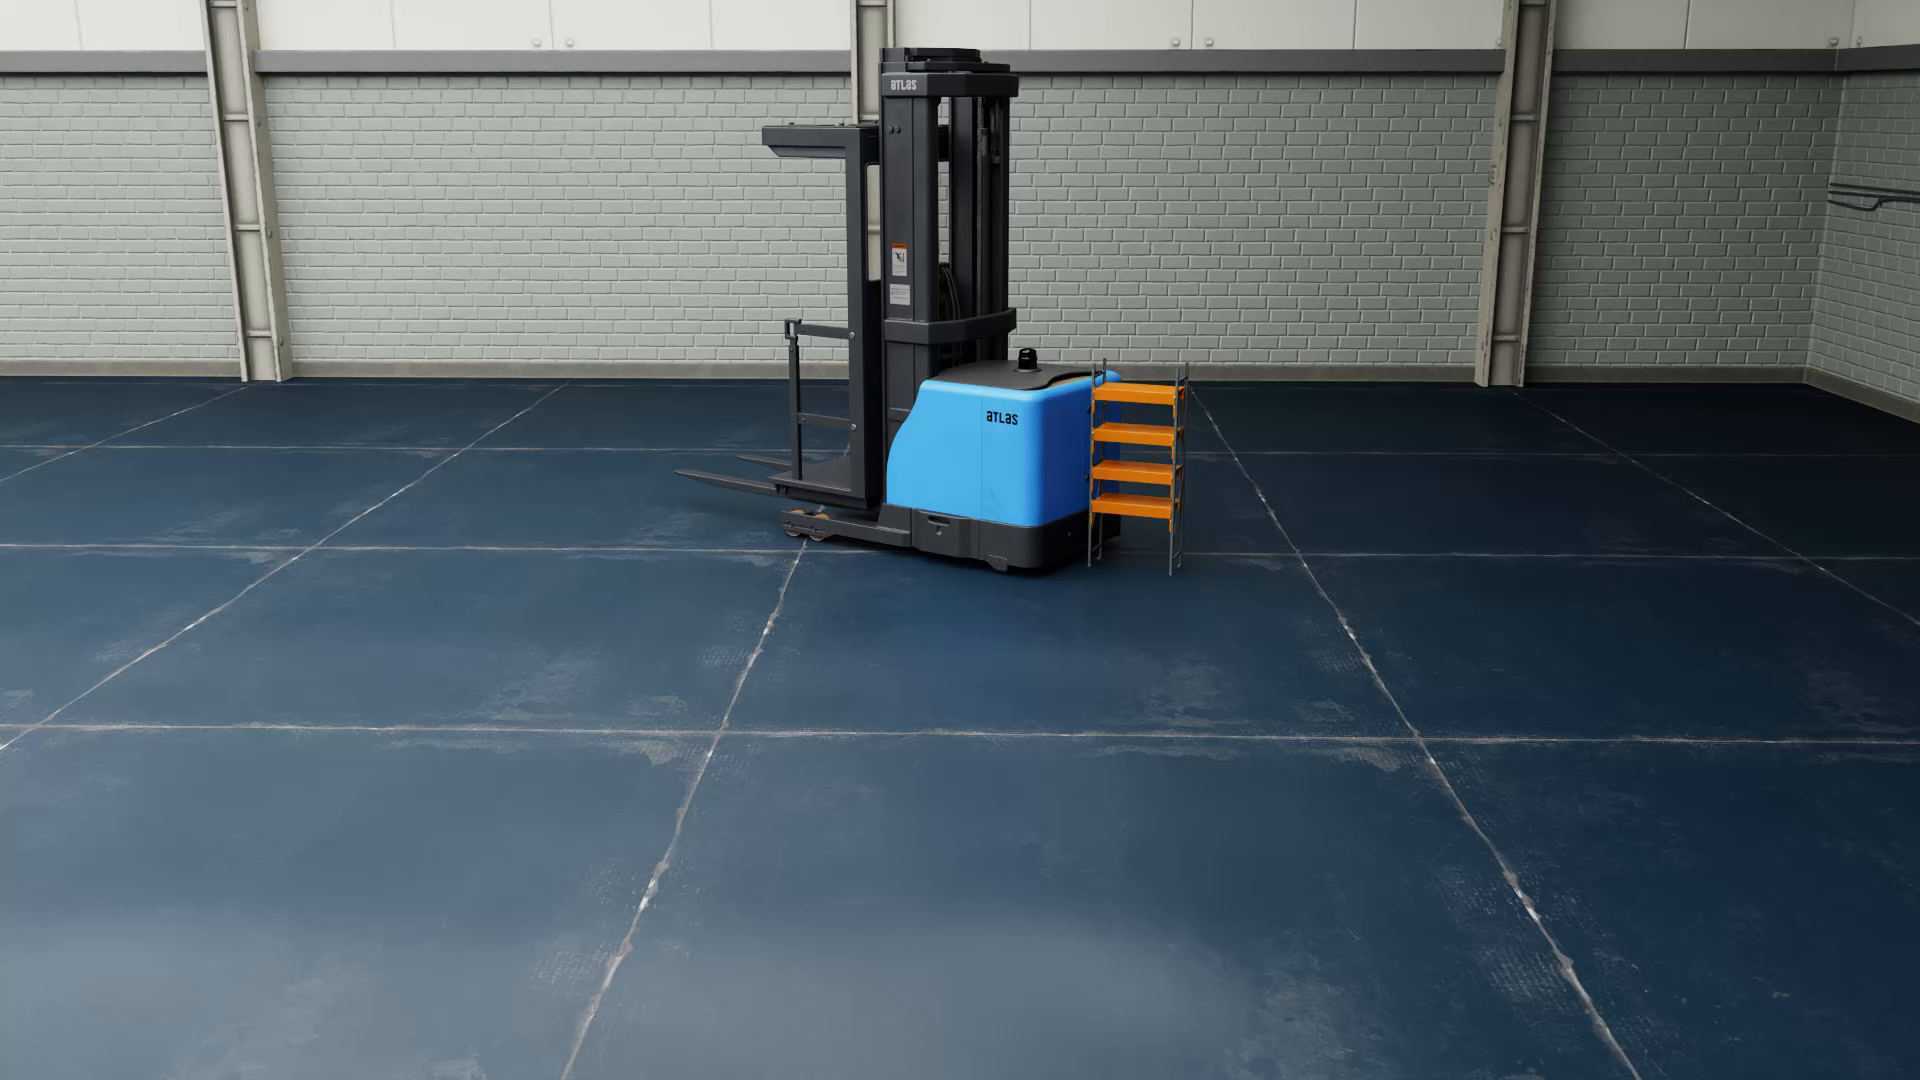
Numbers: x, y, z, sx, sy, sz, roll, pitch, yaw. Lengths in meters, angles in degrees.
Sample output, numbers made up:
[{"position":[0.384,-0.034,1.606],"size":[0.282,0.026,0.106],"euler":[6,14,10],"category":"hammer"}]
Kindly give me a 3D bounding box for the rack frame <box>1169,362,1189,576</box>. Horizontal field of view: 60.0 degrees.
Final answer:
[{"position":[1.254,-0.404,9.521],"size":[0.015,1.200,0.240],"euler":[6,16,21],"category":"rack frame"}]

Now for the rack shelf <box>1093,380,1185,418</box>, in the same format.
[{"position":[1.027,-0.807,9.507],"size":[0.480,0.148,0.258],"euler":[6,16,21],"category":"rack shelf"}]

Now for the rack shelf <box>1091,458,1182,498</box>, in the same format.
[{"position":[1.027,-0.362,9.624],"size":[0.480,0.148,0.258],"euler":[6,16,21],"category":"rack shelf"}]

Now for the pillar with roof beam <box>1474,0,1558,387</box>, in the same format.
[{"position":[5.087,-4.760,10.740],"size":[0.400,9.000,9.100],"euler":[0,15,1],"category":"pillar with roof beam"}]

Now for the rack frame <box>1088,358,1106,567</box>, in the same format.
[{"position":[0.800,-0.450,9.693],"size":[0.015,1.200,0.240],"euler":[6,16,21],"category":"rack frame"}]

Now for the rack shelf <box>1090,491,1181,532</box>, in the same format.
[{"position":[1.027,-0.170,9.675],"size":[0.480,0.148,0.258],"euler":[6,16,21],"category":"rack shelf"}]

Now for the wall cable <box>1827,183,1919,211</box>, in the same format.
[{"position":[8.109,-4.000,13.946],"size":[0.112,2.526,3.097],"euler":[0,15,1],"category":"wall cable"}]

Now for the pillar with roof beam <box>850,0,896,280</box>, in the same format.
[{"position":[-0.911,-4.799,10.888],"size":[0.400,9.000,9.100],"euler":[0,15,1],"category":"pillar with roof beam"}]

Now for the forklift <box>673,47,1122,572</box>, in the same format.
[{"position":[-0.512,-1.510,10.318],"size":[3.031,2.935,1.130],"euler":[10,18,34],"category":"forklift"}]

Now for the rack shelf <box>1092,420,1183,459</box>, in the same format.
[{"position":[1.027,-0.578,9.567],"size":[0.480,0.148,0.258],"euler":[6,16,21],"category":"rack shelf"}]

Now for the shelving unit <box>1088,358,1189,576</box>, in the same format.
[{"position":[1.027,-0.427,9.607],"size":[0.503,1.200,0.258],"euler":[6,16,21],"category":"shelving unit"}]

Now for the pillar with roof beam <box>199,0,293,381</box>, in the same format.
[{"position":[-6.909,-4.838,11.036],"size":[0.400,9.000,9.100],"euler":[0,15,1],"category":"pillar with roof beam"}]
